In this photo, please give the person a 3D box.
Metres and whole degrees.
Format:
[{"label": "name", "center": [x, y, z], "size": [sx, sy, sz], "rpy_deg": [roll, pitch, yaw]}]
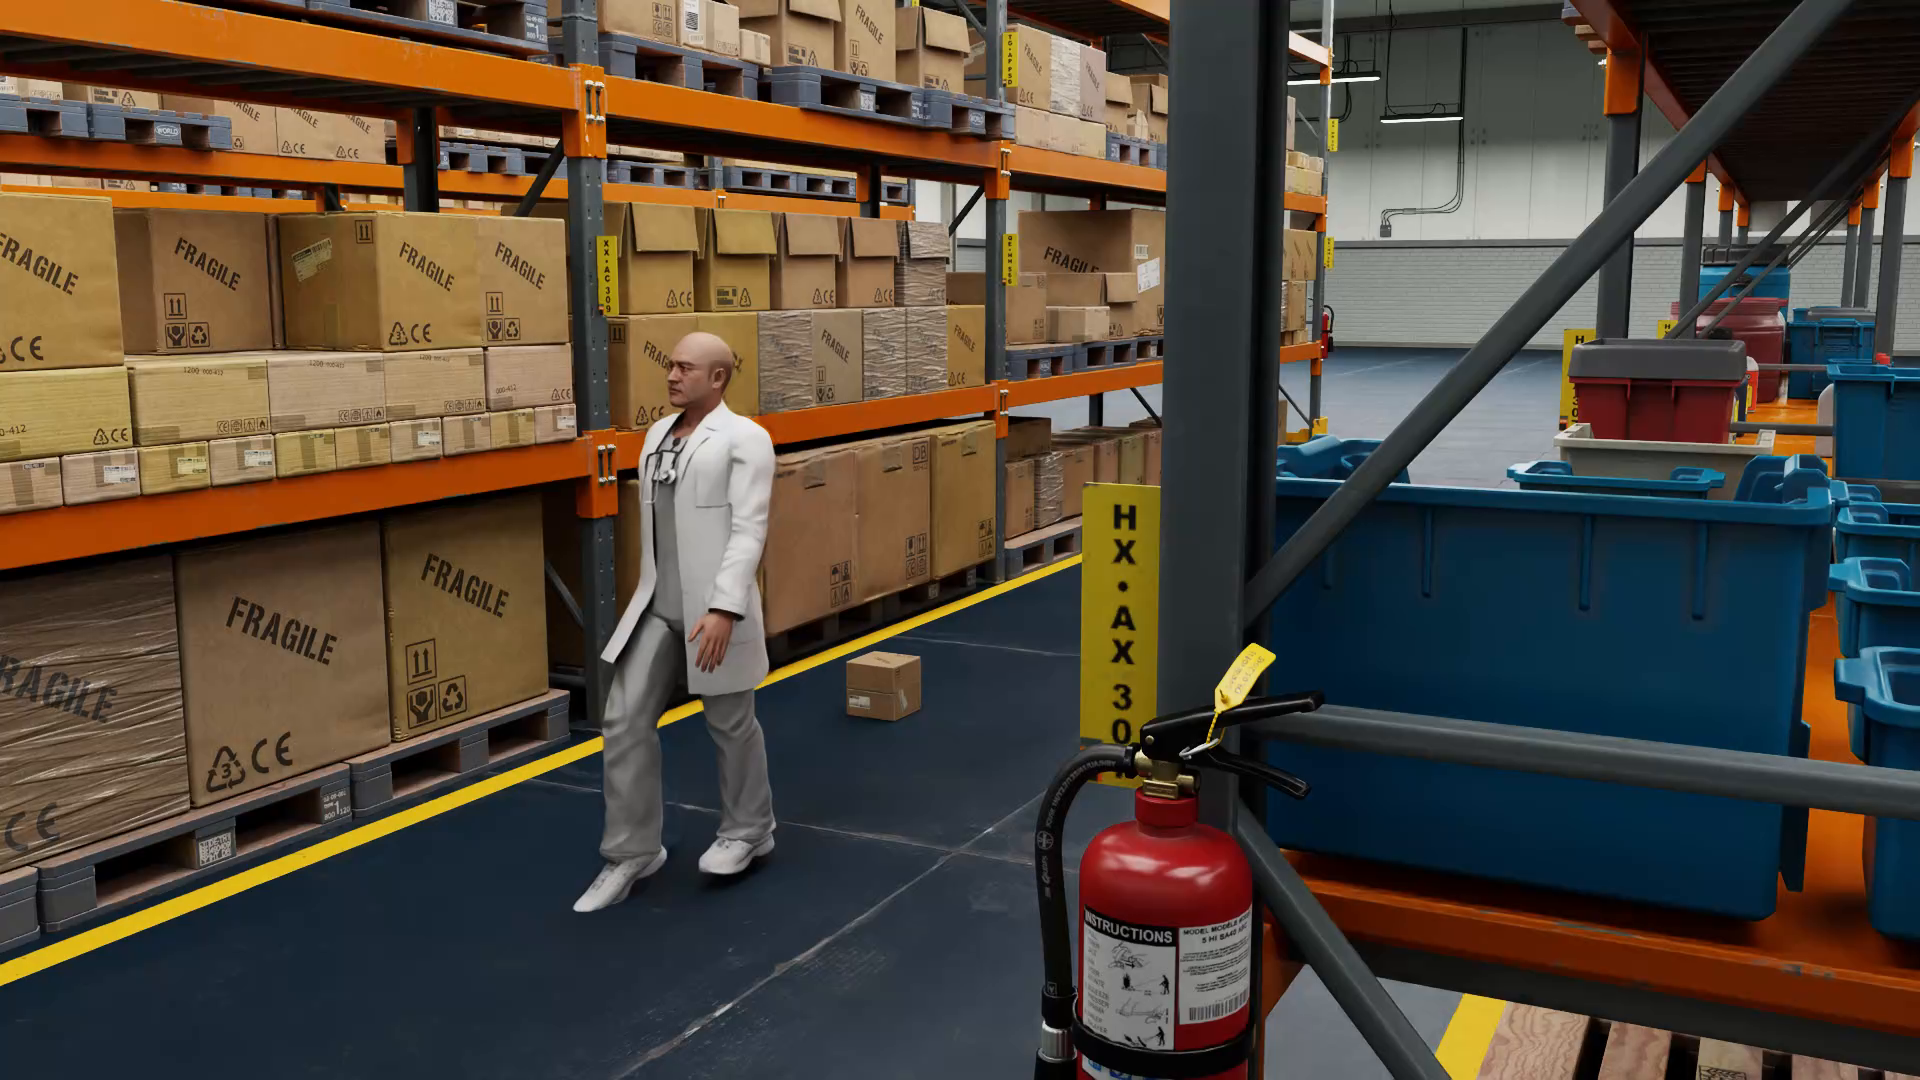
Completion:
[{"label": "person", "center": [-0.874, 0.268, 5.262], "size": [0.584, 1.832, 0.673], "rpy_deg": [5, 10, 31]}]
